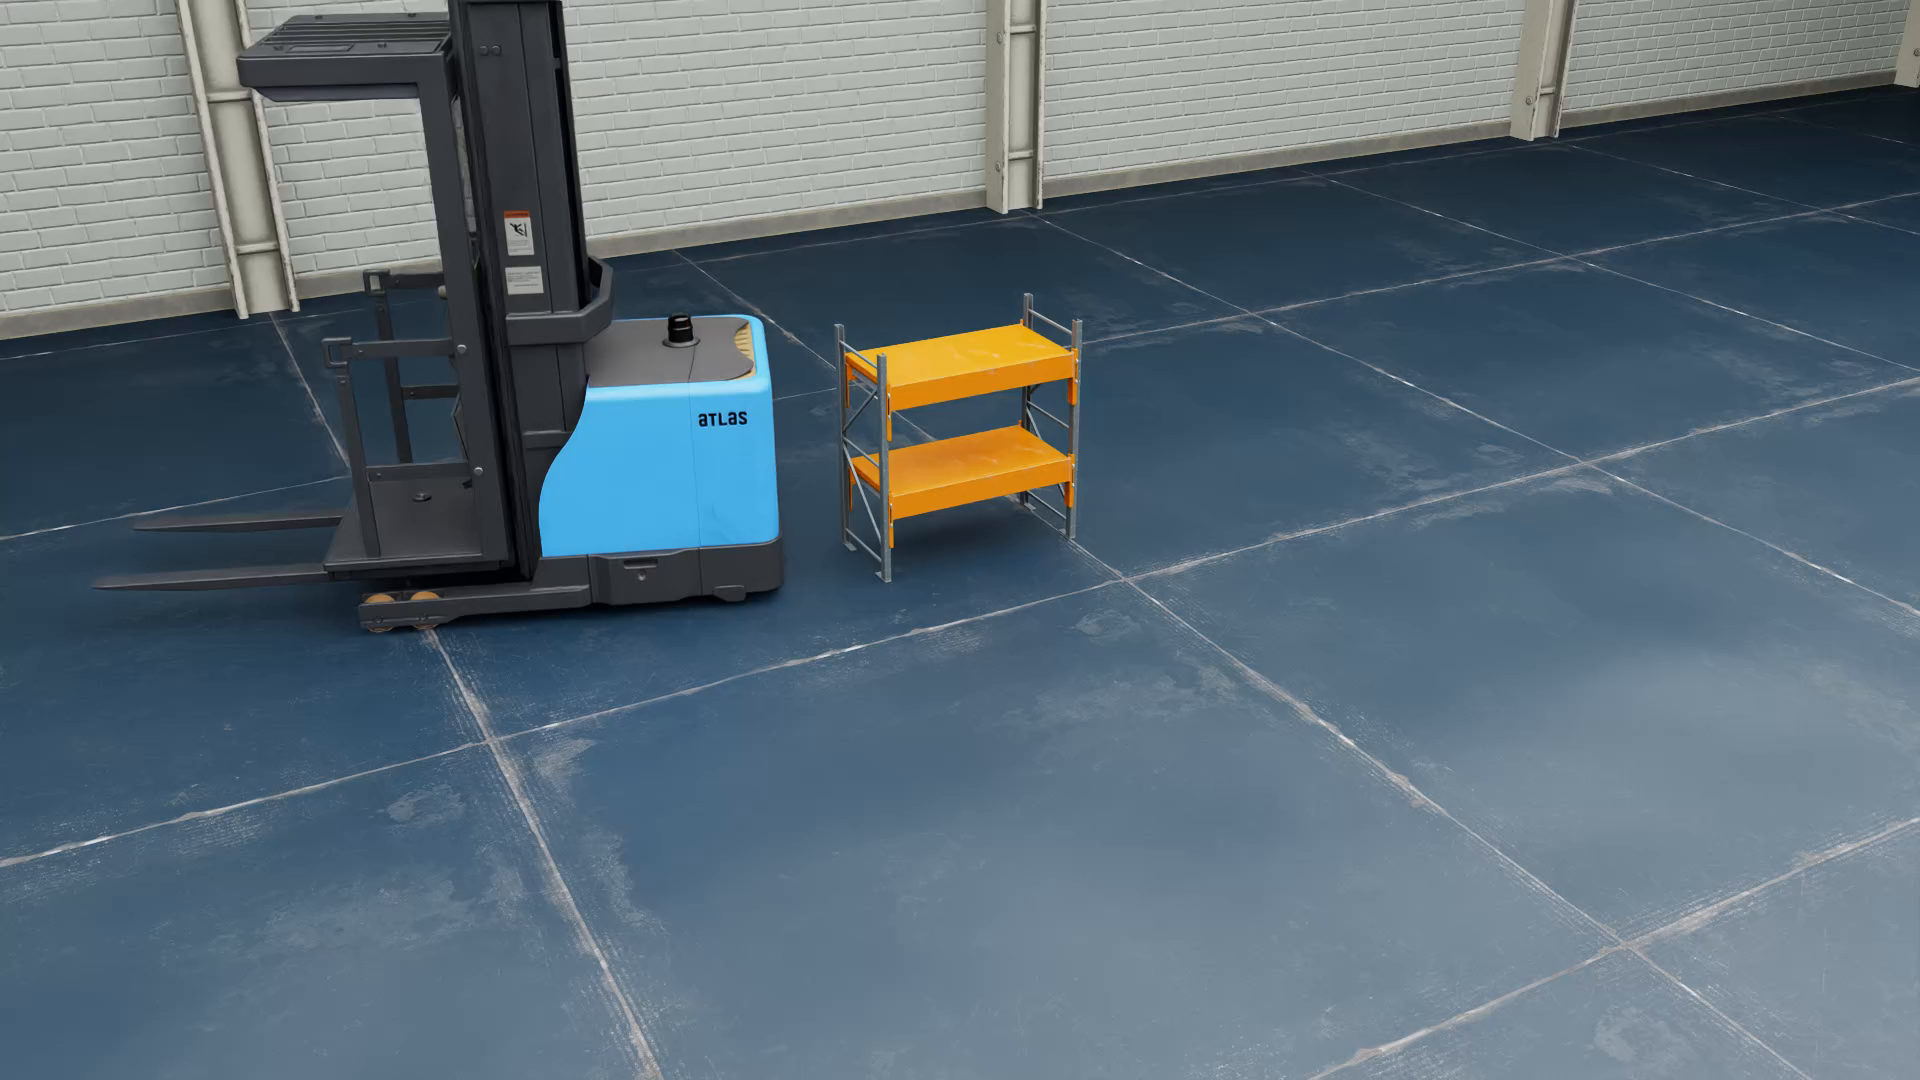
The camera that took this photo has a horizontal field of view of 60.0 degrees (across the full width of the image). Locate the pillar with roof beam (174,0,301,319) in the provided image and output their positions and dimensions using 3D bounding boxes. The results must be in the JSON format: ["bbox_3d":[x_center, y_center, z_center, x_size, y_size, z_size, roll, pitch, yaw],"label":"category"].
[{"bbox_3d":[-2.811,-4.027,6.240,0.400,9.000,9.100,-13,29,-25],"label":"pillar with roof beam"}]

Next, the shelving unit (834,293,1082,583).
[{"bbox_3d":[-0.006,-0.506,8.004,1.048,1.125,0.538,-13,29,-25],"label":"shelving unit"}]

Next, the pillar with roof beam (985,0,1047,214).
[{"bbox_3d":[2.483,-5.249,8.785,0.400,9.000,9.100,-13,29,-25],"label":"pillar with roof beam"}]

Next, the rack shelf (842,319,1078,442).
[{"bbox_3d":[-0.006,-0.770,7.877,1.000,0.278,0.538,-13,29,-25],"label":"rack shelf"}]

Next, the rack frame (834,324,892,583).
[{"bbox_3d":[-0.455,-0.402,7.788,0.032,1.125,0.500,-13,29,-25],"label":"rack frame"}]

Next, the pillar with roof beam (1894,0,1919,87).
[{"bbox_3d":[13.071,-7.693,13.875,0.400,9.000,9.100,-13,29,-25],"label":"pillar with roof beam"}]

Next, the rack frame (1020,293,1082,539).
[{"bbox_3d":[0.443,-0.609,8.219,0.032,1.125,0.500,-13,29,-25],"label":"rack frame"}]

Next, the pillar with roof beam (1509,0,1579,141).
[{"bbox_3d":[7.777,-6.471,11.330,0.400,9.000,9.100,-13,29,-25],"label":"pillar with roof beam"}]

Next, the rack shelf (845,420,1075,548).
[{"bbox_3d":[-0.006,-0.285,8.109,1.000,0.278,0.538,-13,29,-25],"label":"rack shelf"}]

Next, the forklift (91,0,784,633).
[{"bbox_3d":[-2.375,-1.155,7.269,3.031,2.935,1.130,-4,26,-8],"label":"forklift"}]
